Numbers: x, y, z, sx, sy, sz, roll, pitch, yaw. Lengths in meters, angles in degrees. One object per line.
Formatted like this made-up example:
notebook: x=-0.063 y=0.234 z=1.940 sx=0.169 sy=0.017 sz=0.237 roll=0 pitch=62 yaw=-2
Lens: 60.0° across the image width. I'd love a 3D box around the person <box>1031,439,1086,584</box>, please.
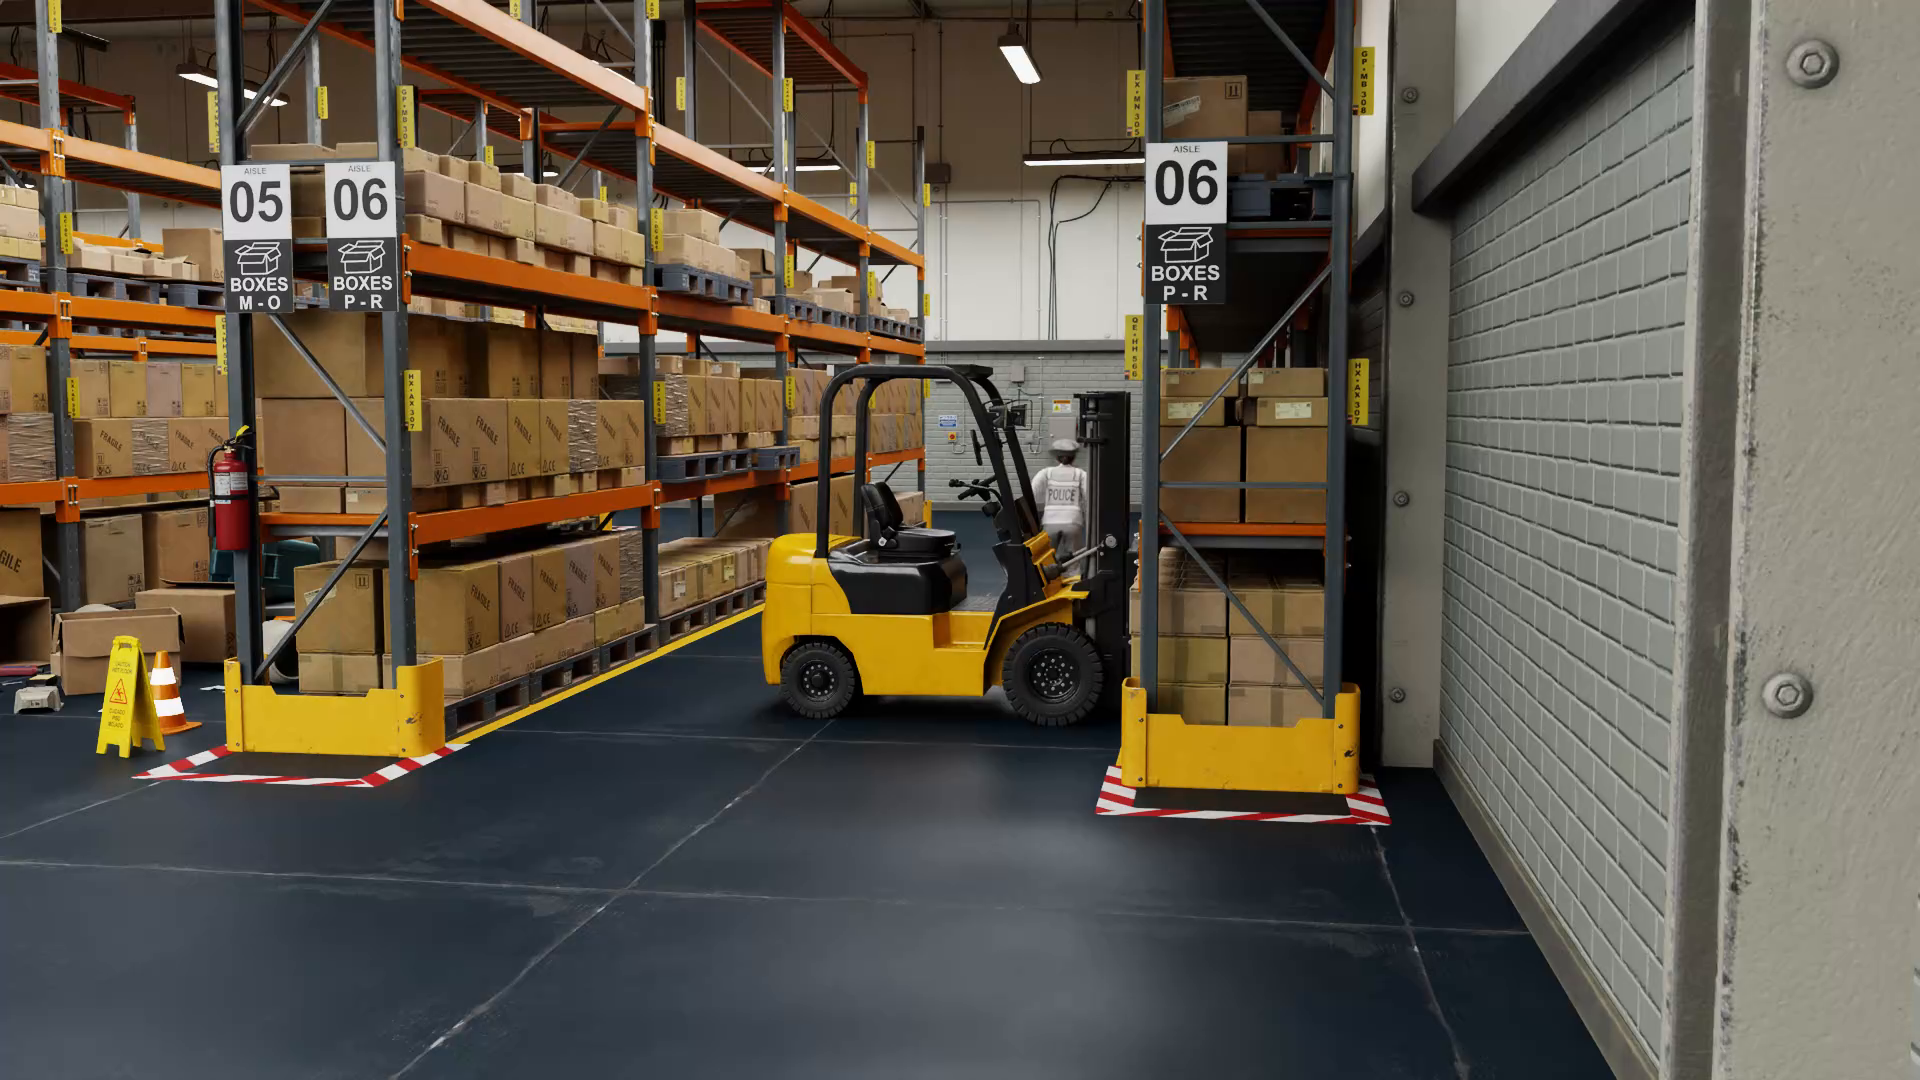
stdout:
person: x=0.904 y=-0.095 z=14.908 sx=0.628 sy=1.611 sz=0.754 roll=1 pitch=5 yaw=13
